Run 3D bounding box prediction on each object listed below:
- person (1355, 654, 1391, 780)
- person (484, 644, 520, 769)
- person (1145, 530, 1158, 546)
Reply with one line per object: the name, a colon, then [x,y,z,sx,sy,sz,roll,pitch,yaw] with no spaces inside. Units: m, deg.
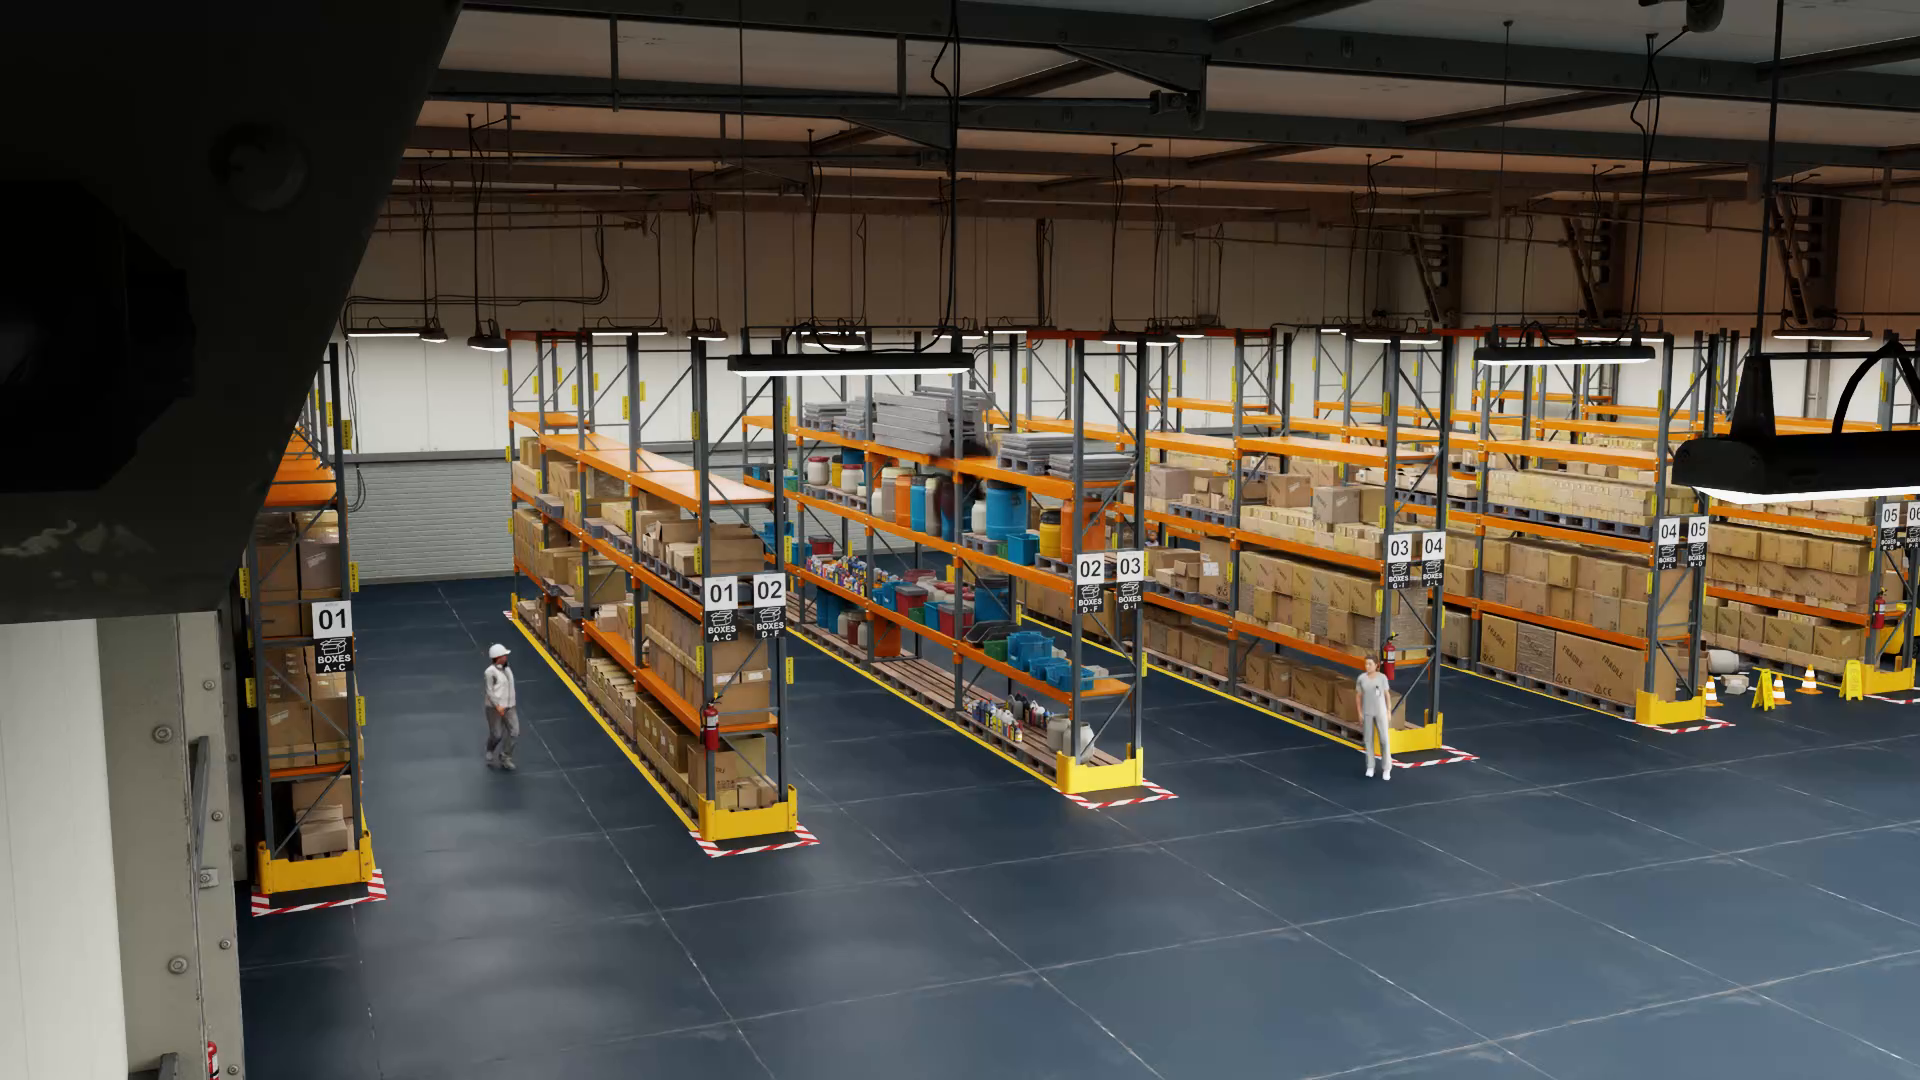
person: [5.681,2.416,22.845,0.524,1.704,0.420,3,8,18]
person: [-6.432,2.325,23.328,0.672,1.747,0.619,5,9,34]
person: [4.147,0.606,36.159,0.614,1.634,0.504,-6,10,-38]
